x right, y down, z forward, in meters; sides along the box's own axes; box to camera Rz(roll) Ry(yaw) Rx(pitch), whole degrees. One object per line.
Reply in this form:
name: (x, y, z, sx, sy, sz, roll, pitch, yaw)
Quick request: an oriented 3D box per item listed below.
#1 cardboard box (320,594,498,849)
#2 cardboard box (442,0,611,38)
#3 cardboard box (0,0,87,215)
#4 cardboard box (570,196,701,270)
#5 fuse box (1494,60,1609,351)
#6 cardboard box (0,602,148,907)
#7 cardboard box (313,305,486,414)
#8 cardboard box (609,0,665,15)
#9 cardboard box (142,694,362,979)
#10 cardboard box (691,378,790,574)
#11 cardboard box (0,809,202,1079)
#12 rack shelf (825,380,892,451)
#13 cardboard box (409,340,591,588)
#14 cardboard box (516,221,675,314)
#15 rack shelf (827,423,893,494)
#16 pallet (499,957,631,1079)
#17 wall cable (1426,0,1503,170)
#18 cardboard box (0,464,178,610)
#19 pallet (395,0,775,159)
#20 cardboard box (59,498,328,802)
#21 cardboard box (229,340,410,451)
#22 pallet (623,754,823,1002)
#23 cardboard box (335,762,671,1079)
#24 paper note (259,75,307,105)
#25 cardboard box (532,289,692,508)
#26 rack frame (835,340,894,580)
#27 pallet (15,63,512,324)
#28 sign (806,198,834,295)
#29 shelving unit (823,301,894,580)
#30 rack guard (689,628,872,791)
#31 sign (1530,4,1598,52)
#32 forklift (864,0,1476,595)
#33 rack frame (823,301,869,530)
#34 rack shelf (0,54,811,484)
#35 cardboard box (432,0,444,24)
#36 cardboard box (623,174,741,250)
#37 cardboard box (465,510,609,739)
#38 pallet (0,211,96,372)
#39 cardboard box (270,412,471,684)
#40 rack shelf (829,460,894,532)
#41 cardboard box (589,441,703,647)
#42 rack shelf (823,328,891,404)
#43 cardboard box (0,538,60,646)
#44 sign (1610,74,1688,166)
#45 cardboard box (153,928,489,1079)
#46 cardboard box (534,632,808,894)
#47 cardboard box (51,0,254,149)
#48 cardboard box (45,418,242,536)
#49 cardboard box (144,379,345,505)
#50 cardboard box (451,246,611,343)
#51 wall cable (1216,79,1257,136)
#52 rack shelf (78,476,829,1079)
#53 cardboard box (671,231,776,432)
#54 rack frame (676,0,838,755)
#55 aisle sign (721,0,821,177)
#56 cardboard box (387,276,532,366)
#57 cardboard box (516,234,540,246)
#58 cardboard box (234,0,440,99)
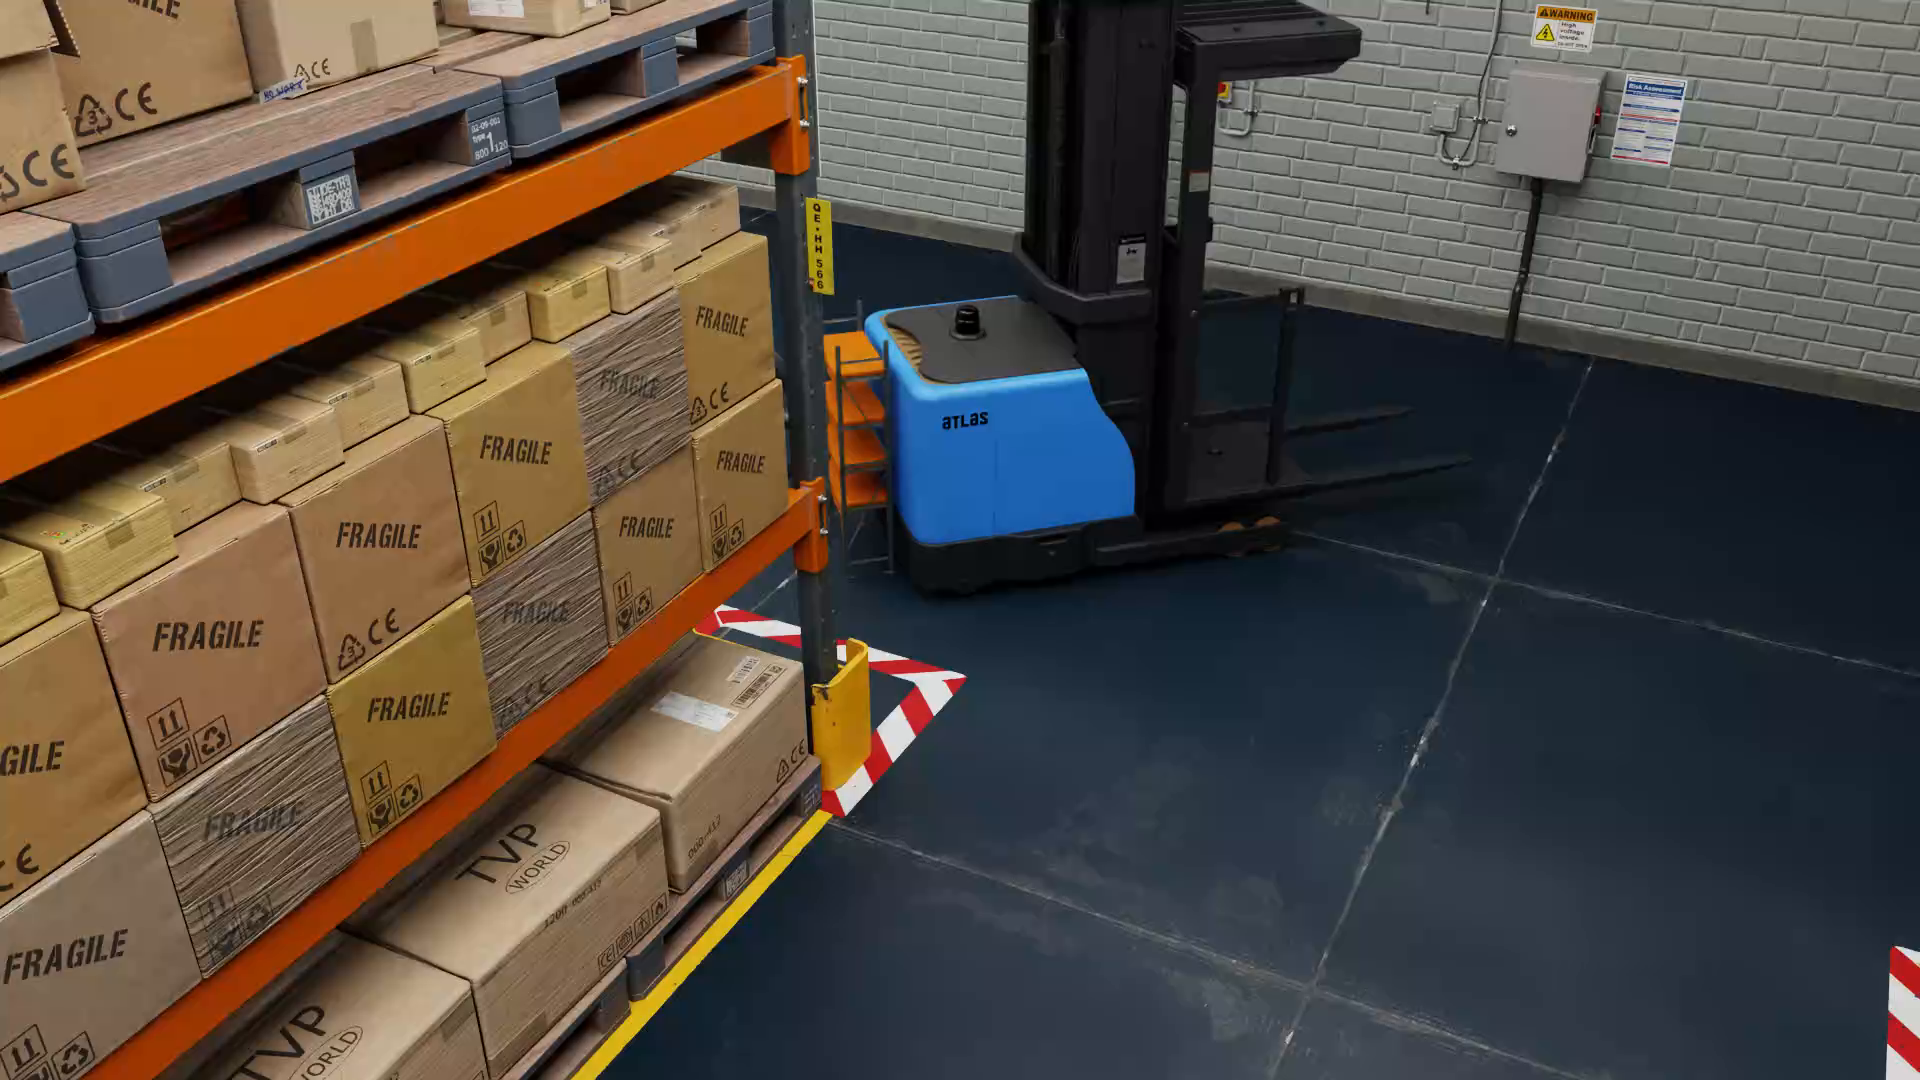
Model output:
cardboard box: (-1.621, 0.411, 4.421, 0.500, 0.500, 0.500, 15, 33, 25)
cardboard box: (-1.191, -1.494, 4.557, 0.380, 0.149, 0.250, 12, 32, 19)
cardboard box: (-2.182, -0.903, 3.173, 0.797, 0.503, 0.637, 17, 34, 27)
cardboard box: (-1.025, -0.936, 5.112, 0.380, 0.149, 0.250, 15, 33, 24)
fuse box: (3.406, -1.905, 9.850, 0.539, 1.711, 0.414, 14, 33, 23)
cardboard box: (-2.100, 0.417, 3.407, 0.500, 0.500, 0.500, 14, 33, 23)
cardboard box: (-1.464, -0.476, 4.311, 0.380, 0.149, 0.250, 15, 33, 24)
cardboard box: (-1.071, -1.742, 4.887, 0.500, 0.250, 0.500, 11, 32, 19)
cardboard box: (-1.856, 0.640, 4.023, 0.500, 0.500, 0.500, 15, 33, 24)
cardboard box: (-0.930, -0.270, 5.607, 0.500, 0.500, 0.500, 14, 33, 24)
cardboard box: (-2.088, 0.859, 3.642, 0.500, 0.500, 0.500, 15, 33, 24)
rack shelf: (-0.506, -0.601, 7.777, 0.258, 0.148, 0.480, -9, 31, -15)
cardboard box: (-1.394, -0.253, 4.573, 0.500, 0.500, 0.500, 14, 33, 23)
cardboard box: (-1.068, -0.802, 4.879, 0.380, 0.149, 0.250, 14, 33, 23)
rack shelf: (-0.505, -0.407, 7.889, 0.258, 0.148, 0.480, -9, 31, -15)
pallet: (-1.797, 1.620, 5.217, 1.003, 0.211, 1.213, 14, 33, 23)
wall cable: (2.870, -3.129, 9.667, 0.588, 1.984, 0.122, 14, 33, 23)
cardboard box: (-1.897, -0.014, 3.506, 0.380, 0.149, 0.250, 13, 32, 22)
pallet: (-1.275, -1.431, 4.807, 1.003, 0.211, 1.213, 14, 33, 23)
cardboard box: (-1.856, 0.193, 3.798, 0.500, 0.500, 0.500, 15, 33, 24)
cardboard box: (-1.600, -0.364, 4.115, 0.380, 0.149, 0.250, 15, 33, 25)
pallet: (-1.241, 1.081, 6.155, 1.003, 0.211, 1.213, 14, 33, 23)
cardboard box: (-1.567, 1.152, 5.384, 0.875, 0.438, 0.875, 15, 33, 25)
paper note: (-1.385, -0.922, 3.405, 0.006, 0.032, 0.123, 14, 33, 23)
cardboard box: (-1.166, -0.471, 4.954, 0.500, 0.500, 0.500, 14, 33, 23)
rack frame: (-0.434, -0.349, 7.653, 0.240, 1.200, 0.015, -9, 31, -15)
pallet: (-1.829, -0.888, 3.862, 1.003, 0.211, 1.213, 14, 33, 23)
sign: (-0.469, -0.976, 5.537, 0.100, 0.325, 0.005, 14, 33, 23)
shelving unit: (-0.506, -0.465, 7.855, 0.258, 1.200, 0.503, -9, 31, -15)
rack guard: (-0.935, 0.573, 6.750, 1.175, 0.500, 0.348, 14, 33, 23)
sign: (3.451, -2.927, 9.505, 0.339, 0.242, 0.001, 14, 33, 23)
forklift: (1.102, -1.430, 7.797, 3.031, 2.935, 1.130, -9, 31, -15)
rack frame: (-0.577, -0.581, 8.057, 0.240, 1.200, 0.015, -9, 31, -15)
rack shelf: (-1.857, -0.602, 3.997, 1.077, 0.370, 4.000, 14, 33, 23)
cardboard box: (-1.646, -1.487, 4.546, 0.380, 0.149, 0.250, 16, 33, 25)
cardboard box: (-0.931, -1.054, 5.317, 0.380, 0.149, 0.250, 15, 33, 24)
cardboard box: (-1.398, 0.180, 4.825, 0.500, 0.500, 0.500, 15, 33, 25)
pallet: (-2.386, -0.350, 2.924, 1.003, 0.211, 1.213, 14, 33, 23)
cardboard box: (-1.625, -0.030, 4.186, 0.500, 0.500, 0.500, 14, 33, 23)
rack shelf: (-0.505, -0.235, 7.988, 0.258, 0.148, 0.480, -9, 31, -15)
cardboard box: (-1.172, -0.051, 5.226, 0.500, 0.500, 0.500, 14, 33, 22)
rack shelf: (-0.506, -0.806, 7.659, 0.258, 0.148, 0.480, -9, 31, -15)
cardboard box: (-2.044, 0.097, 3.313, 0.380, 0.149, 0.250, 14, 33, 23)
sign: (3.940, -2.403, 9.517, 0.329, 0.494, 0.001, 14, 33, 23)
cardboard box: (-1.979, 1.551, 4.688, 0.875, 0.438, 0.875, 13, 32, 22)
cardboard box: (-1.158, 0.744, 6.093, 0.875, 0.438, 0.875, 13, 32, 22)
cardboard box: (-1.998, -1.210, 3.711, 0.500, 0.500, 0.500, 15, 33, 24)
cardboard box: (-1.856, -0.144, 3.733, 0.380, 0.149, 0.250, 14, 33, 23)
cardboard box: (-1.683, -0.237, 3.895, 0.380, 0.149, 0.250, 14, 33, 23)
cardboard box: (-1.219, -0.700, 4.701, 0.380, 0.149, 0.250, 15, 33, 24)
wall cable: (1.602, -3.459, 10.210, 0.585, 1.953, 0.123, 14, 33, 23)
rack shelf: (-1.857, 0.698, 4.744, 1.077, 0.370, 4.000, 14, 33, 23)
cardboard box: (-0.954, -0.709, 5.369, 0.500, 0.500, 0.500, 15, 33, 25)
rack frame: (-0.946, -0.500, 6.109, 1.000, 3.000, 0.127, 14, 33, 23)
aisle sign: (-0.637, -1.589, 5.395, 0.394, 0.787, 0.004, 14, 33, 23)
cardboard box: (-1.402, -0.600, 4.527, 0.380, 0.149, 0.250, 14, 33, 23)
cardboard box: (-1.410, -1.032, 5.278, 0.380, 0.149, 0.250, 15, 33, 24)
cardboard box: (-1.672, -1.336, 4.119, 0.500, 0.311, 0.500, 15, 33, 24)
